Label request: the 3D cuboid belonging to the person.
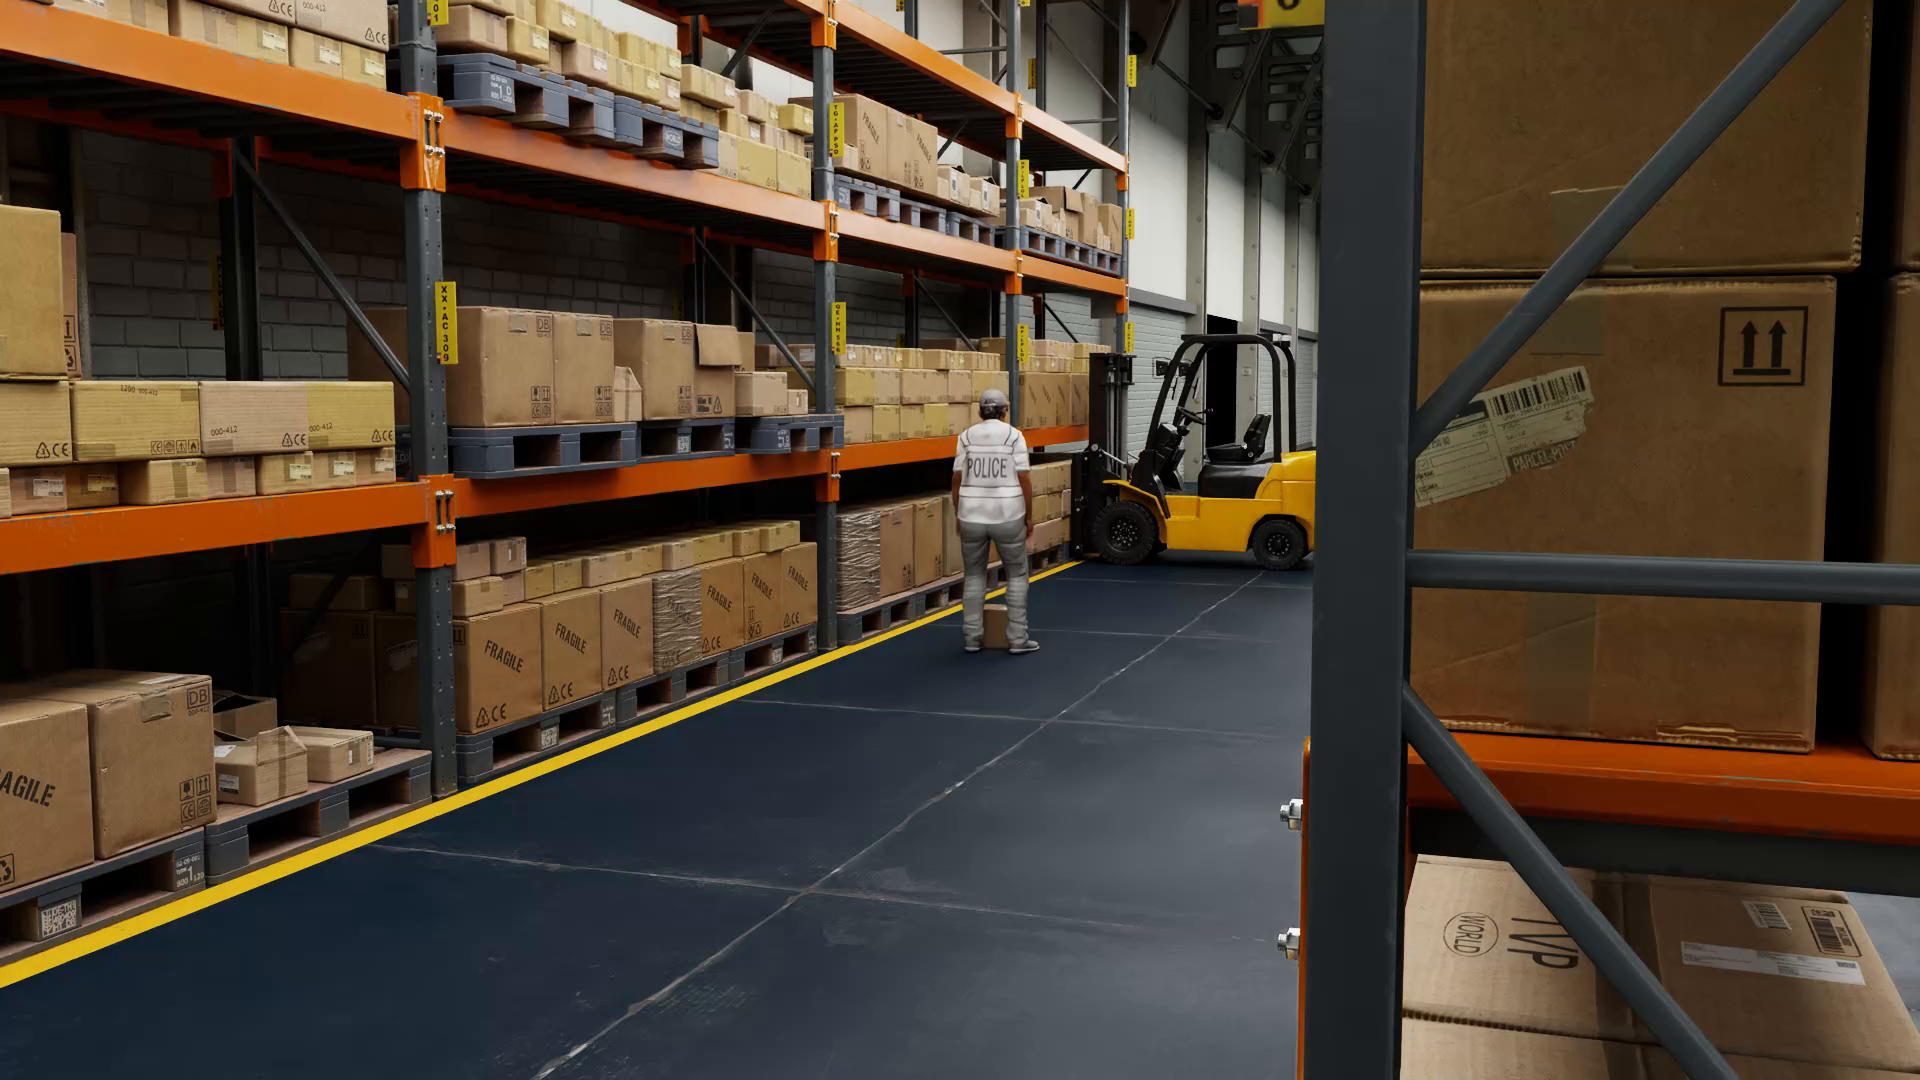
[{"bbox_3d":[0.222,-0.121,10.516,0.541,1.665,0.465,1,5,15],"label":"person"}]
